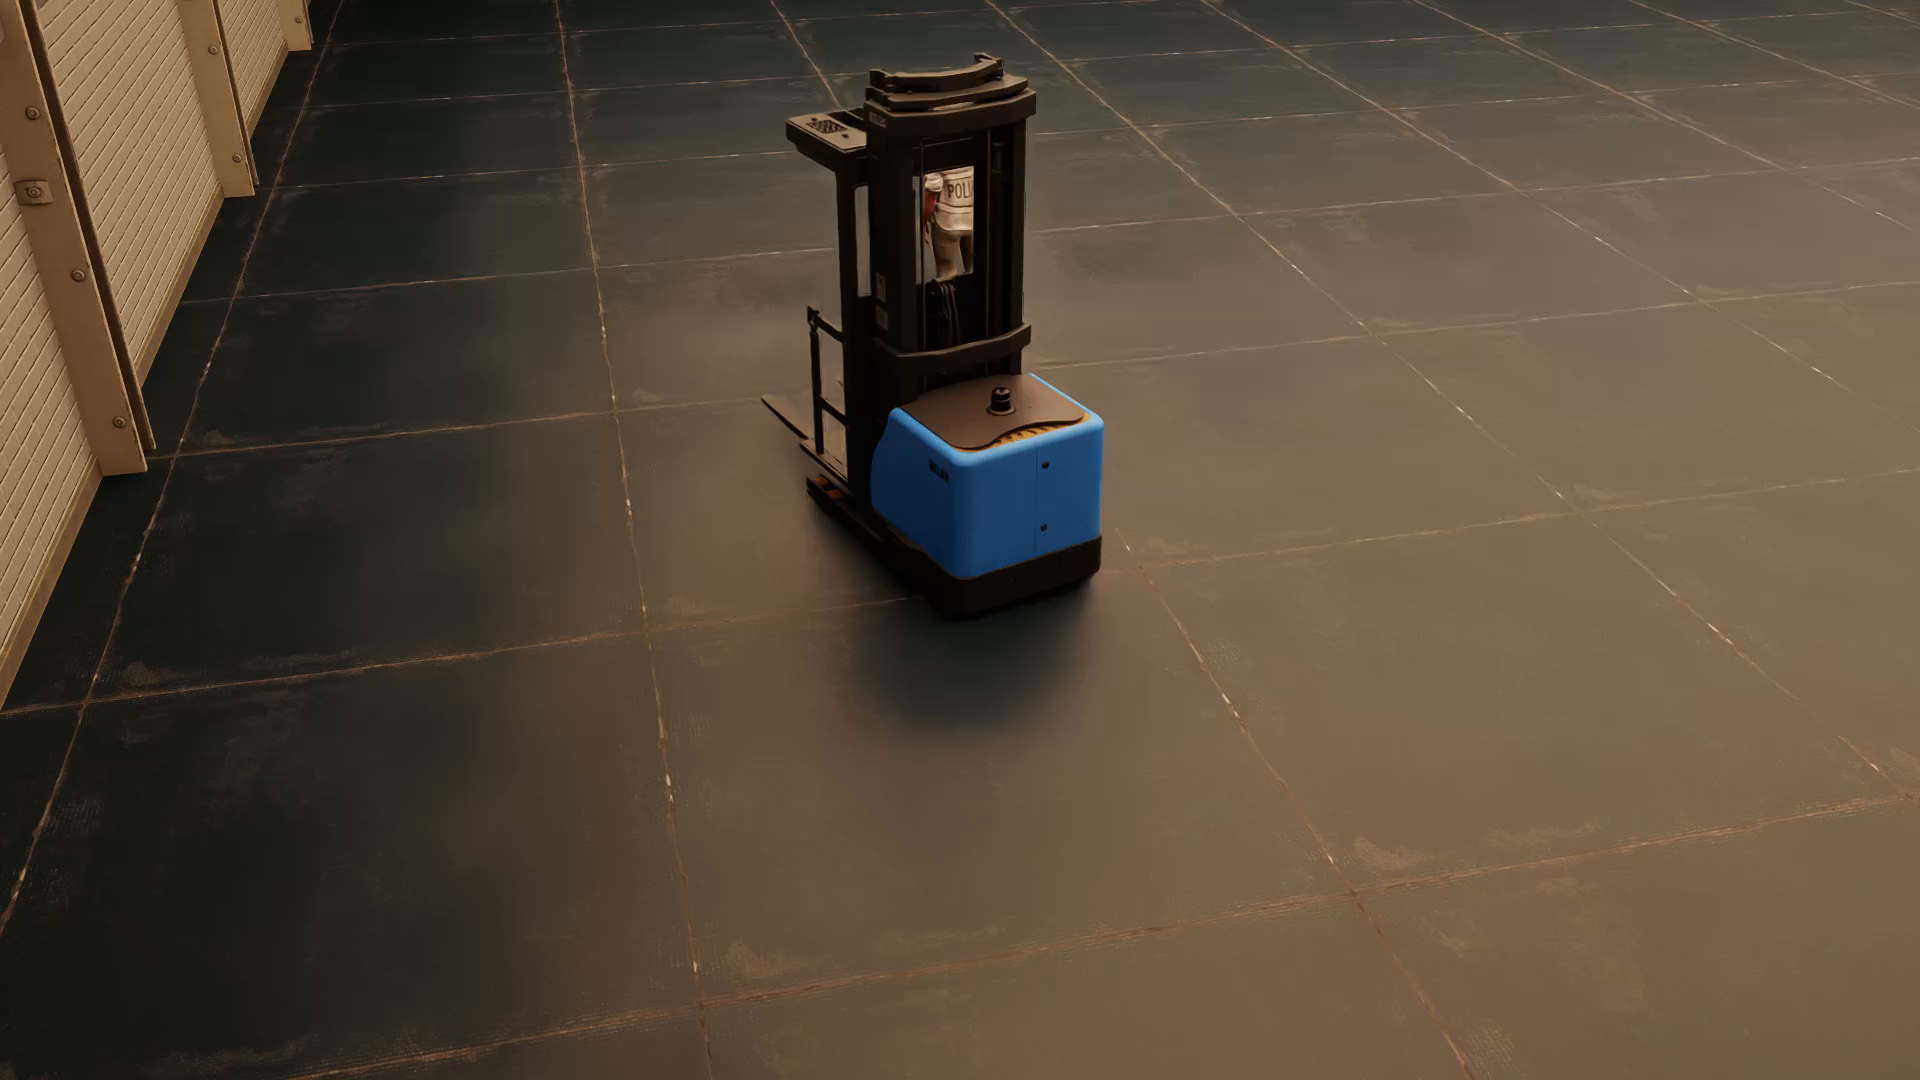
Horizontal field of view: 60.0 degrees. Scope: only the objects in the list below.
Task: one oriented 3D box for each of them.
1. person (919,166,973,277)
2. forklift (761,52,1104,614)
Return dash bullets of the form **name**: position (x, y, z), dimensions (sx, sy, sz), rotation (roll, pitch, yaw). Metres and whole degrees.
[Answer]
- **person**: position (-0.049, -2.555, 13.125), dimensions (0.629, 1.785, 0.564), rotation (-11, 32, -18)
- **forklift**: position (-0.348, -1.540, 10.235), dimensions (1.130, 2.935, 3.031), rotation (-17, 34, -27)
